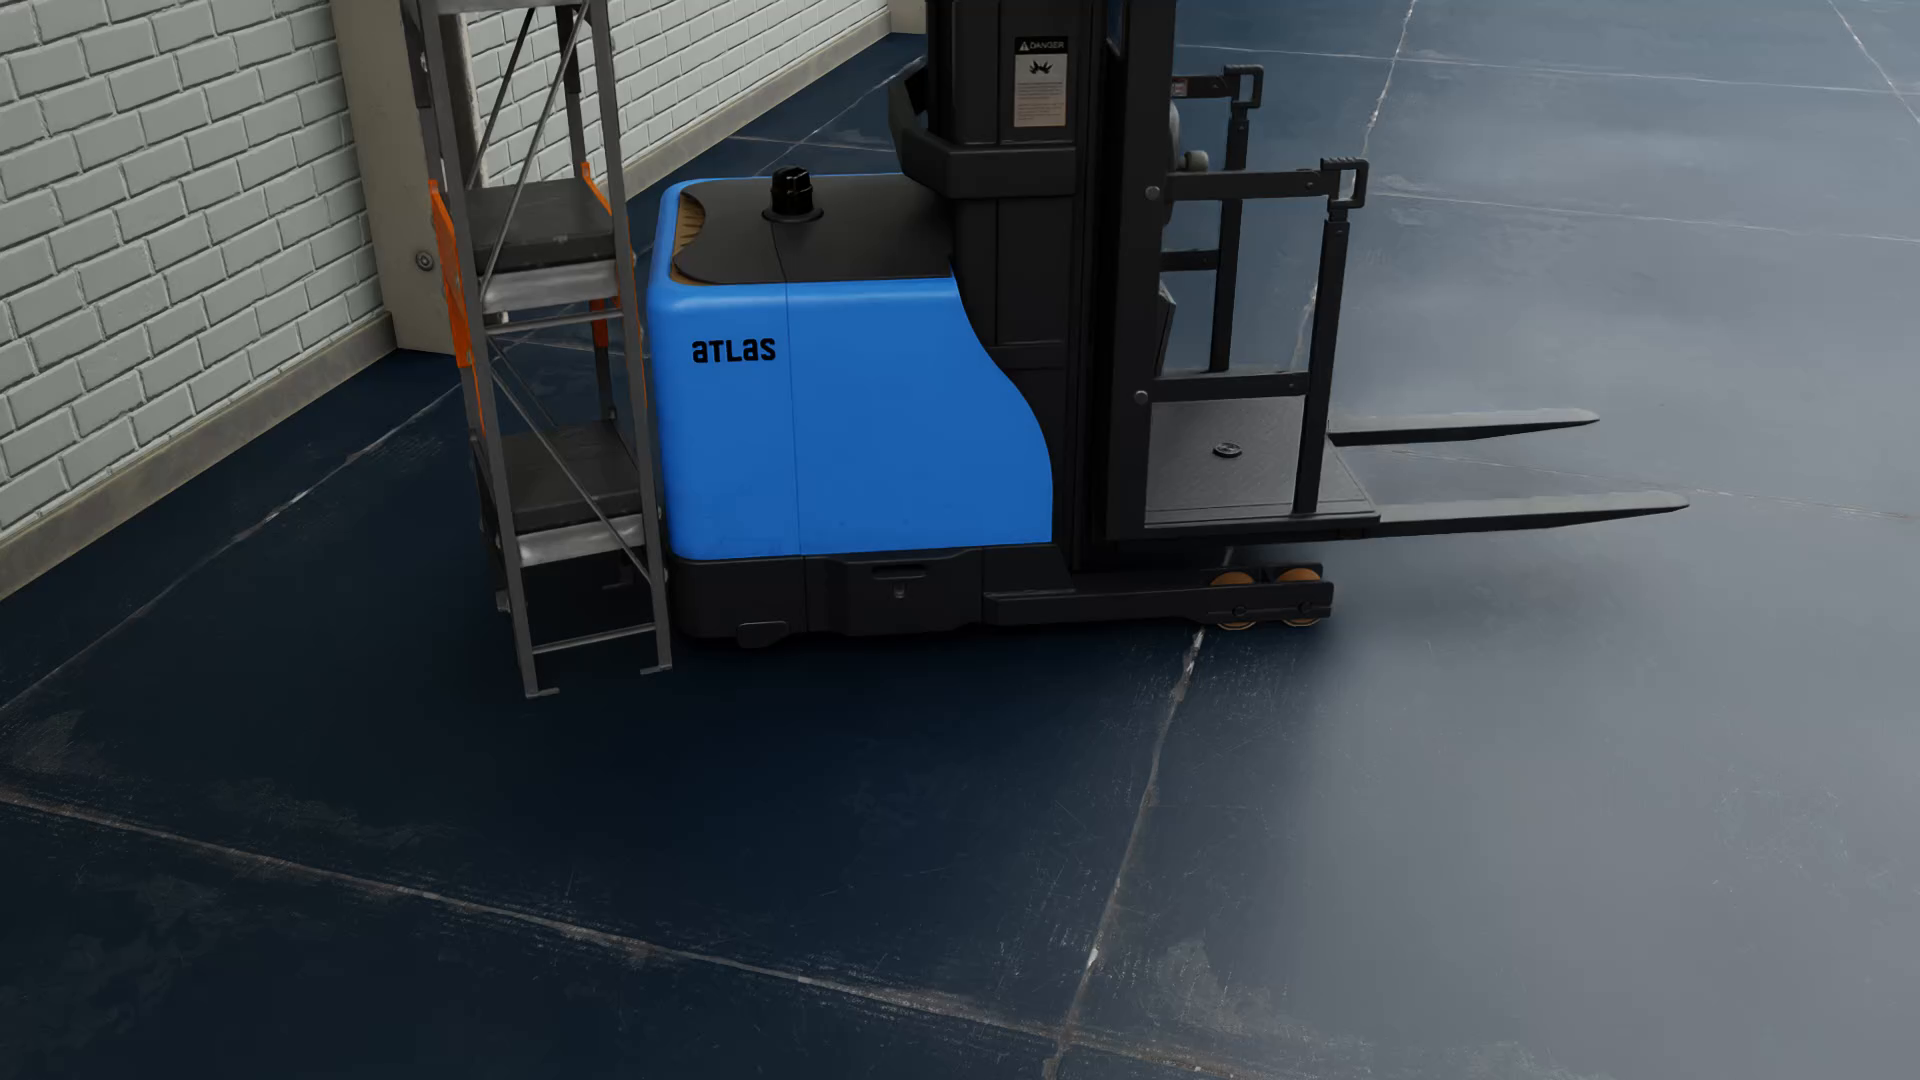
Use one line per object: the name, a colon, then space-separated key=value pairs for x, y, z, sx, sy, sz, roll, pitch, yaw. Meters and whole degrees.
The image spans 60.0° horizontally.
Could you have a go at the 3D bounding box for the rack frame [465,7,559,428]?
rack frame: x=-1.170 y=-0.745 z=4.430 sx=0.380 sy=1.831 sz=0.006 roll=-11 pitch=31 yaw=-19

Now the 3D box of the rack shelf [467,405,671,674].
rack shelf: x=-1.076 y=-0.012 z=4.580 sx=0.431 sy=0.518 sz=0.480 roll=-11 pitch=31 yaw=-19

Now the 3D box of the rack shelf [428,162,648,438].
rack shelf: x=-1.076 y=-0.624 z=4.240 sx=0.431 sy=0.518 sz=0.480 roll=-11 pitch=31 yaw=-19

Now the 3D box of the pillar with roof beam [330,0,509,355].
pillar with roof beam: x=2.043 y=-4.162 z=3.474 sx=9.100 sy=9.000 sz=0.400 roll=8 pitch=30 yaw=15

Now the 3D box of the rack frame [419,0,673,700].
rack frame: x=-0.984 y=-0.526 z=4.036 sx=0.400 sy=2.100 sz=0.015 roll=-11 pitch=31 yaw=-19

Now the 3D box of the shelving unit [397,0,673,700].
shelving unit: x=-1.076 y=-0.635 z=4.231 sx=0.431 sy=2.100 sz=0.499 roll=-11 pitch=31 yaw=-19

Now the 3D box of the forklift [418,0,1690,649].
forklift: x=0.389 y=-1.259 z=4.499 sx=3.553 sy=2.935 sz=1.130 roll=-3 pitch=29 yaw=-5

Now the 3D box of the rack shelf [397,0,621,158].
rack shelf: x=-1.076 y=-1.236 z=3.899 sx=0.431 sy=0.518 sz=0.480 roll=-11 pitch=31 yaw=-19
